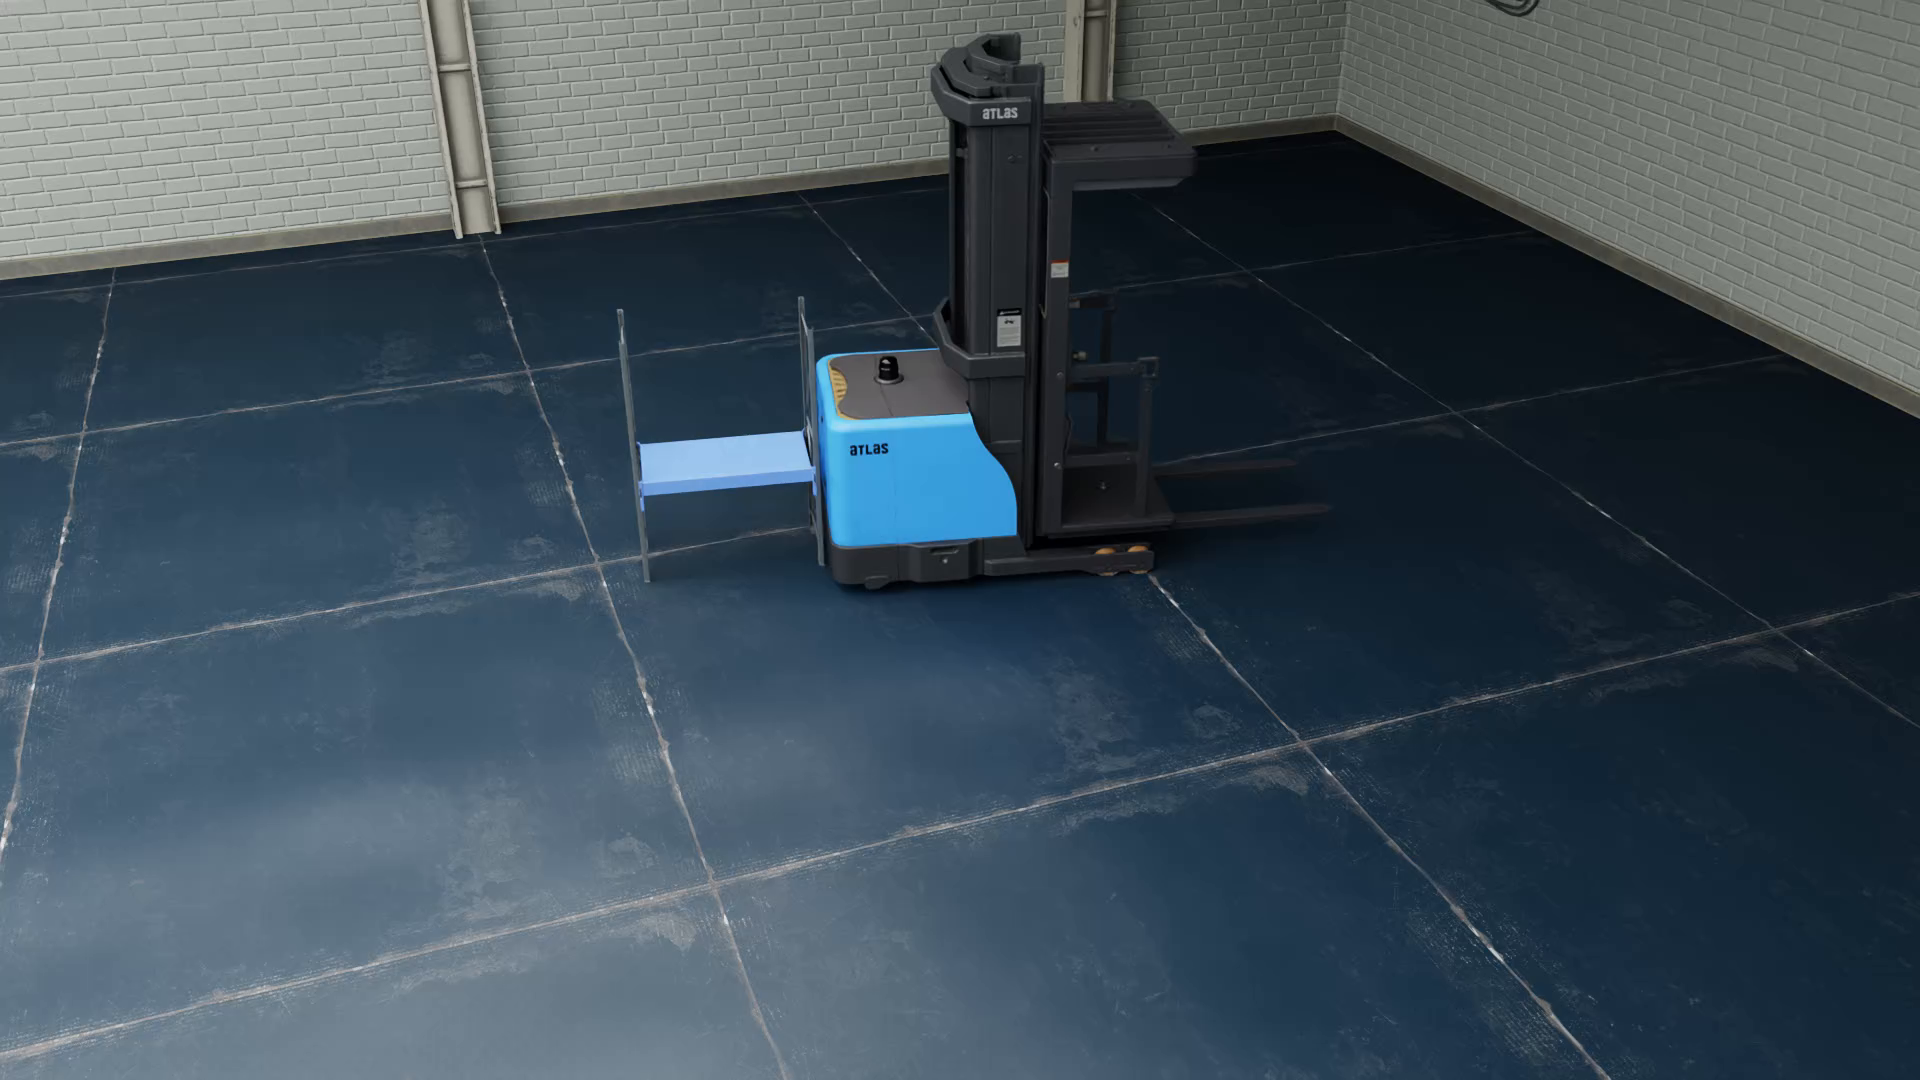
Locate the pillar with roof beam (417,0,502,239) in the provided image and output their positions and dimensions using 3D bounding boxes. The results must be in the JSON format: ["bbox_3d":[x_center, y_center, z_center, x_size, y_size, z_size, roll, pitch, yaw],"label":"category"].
[{"bbox_3d":[-2.851,-4.703,9.265,0.400,9.000,9.100,-10,31,-18],"label":"pillar with roof beam"}]

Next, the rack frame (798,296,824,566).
[{"bbox_3d":[-0.865,-0.620,9.673,0.032,1.500,0.500,-6,30,-10],"label":"rack frame"}]

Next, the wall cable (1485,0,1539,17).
[{"bbox_3d":[4.493,-6.282,15.173,0.112,2.526,3.097,-10,31,-18],"label":"wall cable"}]

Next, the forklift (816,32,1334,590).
[{"bbox_3d":[0.698,-1.315,9.448,3.031,2.935,1.130,-4,30,-7],"label":"forklift"}]

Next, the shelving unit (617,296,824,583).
[{"bbox_3d":[-1.364,-0.572,9.589,1.048,1.500,0.538,-6,30,-10],"label":"shelving unit"}]

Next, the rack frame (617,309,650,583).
[{"bbox_3d":[-1.863,-0.524,9.504,0.032,1.500,0.500,-6,30,-10],"label":"rack frame"}]

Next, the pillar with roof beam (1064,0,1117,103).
[{"bbox_3d":[2.772,-5.739,11.083,0.400,9.000,9.100,-10,31,-18],"label":"pillar with roof beam"}]

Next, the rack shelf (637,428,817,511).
[{"bbox_3d":[-1.364,-0.415,9.678,1.000,0.185,0.538,-6,30,-10],"label":"rack shelf"}]
